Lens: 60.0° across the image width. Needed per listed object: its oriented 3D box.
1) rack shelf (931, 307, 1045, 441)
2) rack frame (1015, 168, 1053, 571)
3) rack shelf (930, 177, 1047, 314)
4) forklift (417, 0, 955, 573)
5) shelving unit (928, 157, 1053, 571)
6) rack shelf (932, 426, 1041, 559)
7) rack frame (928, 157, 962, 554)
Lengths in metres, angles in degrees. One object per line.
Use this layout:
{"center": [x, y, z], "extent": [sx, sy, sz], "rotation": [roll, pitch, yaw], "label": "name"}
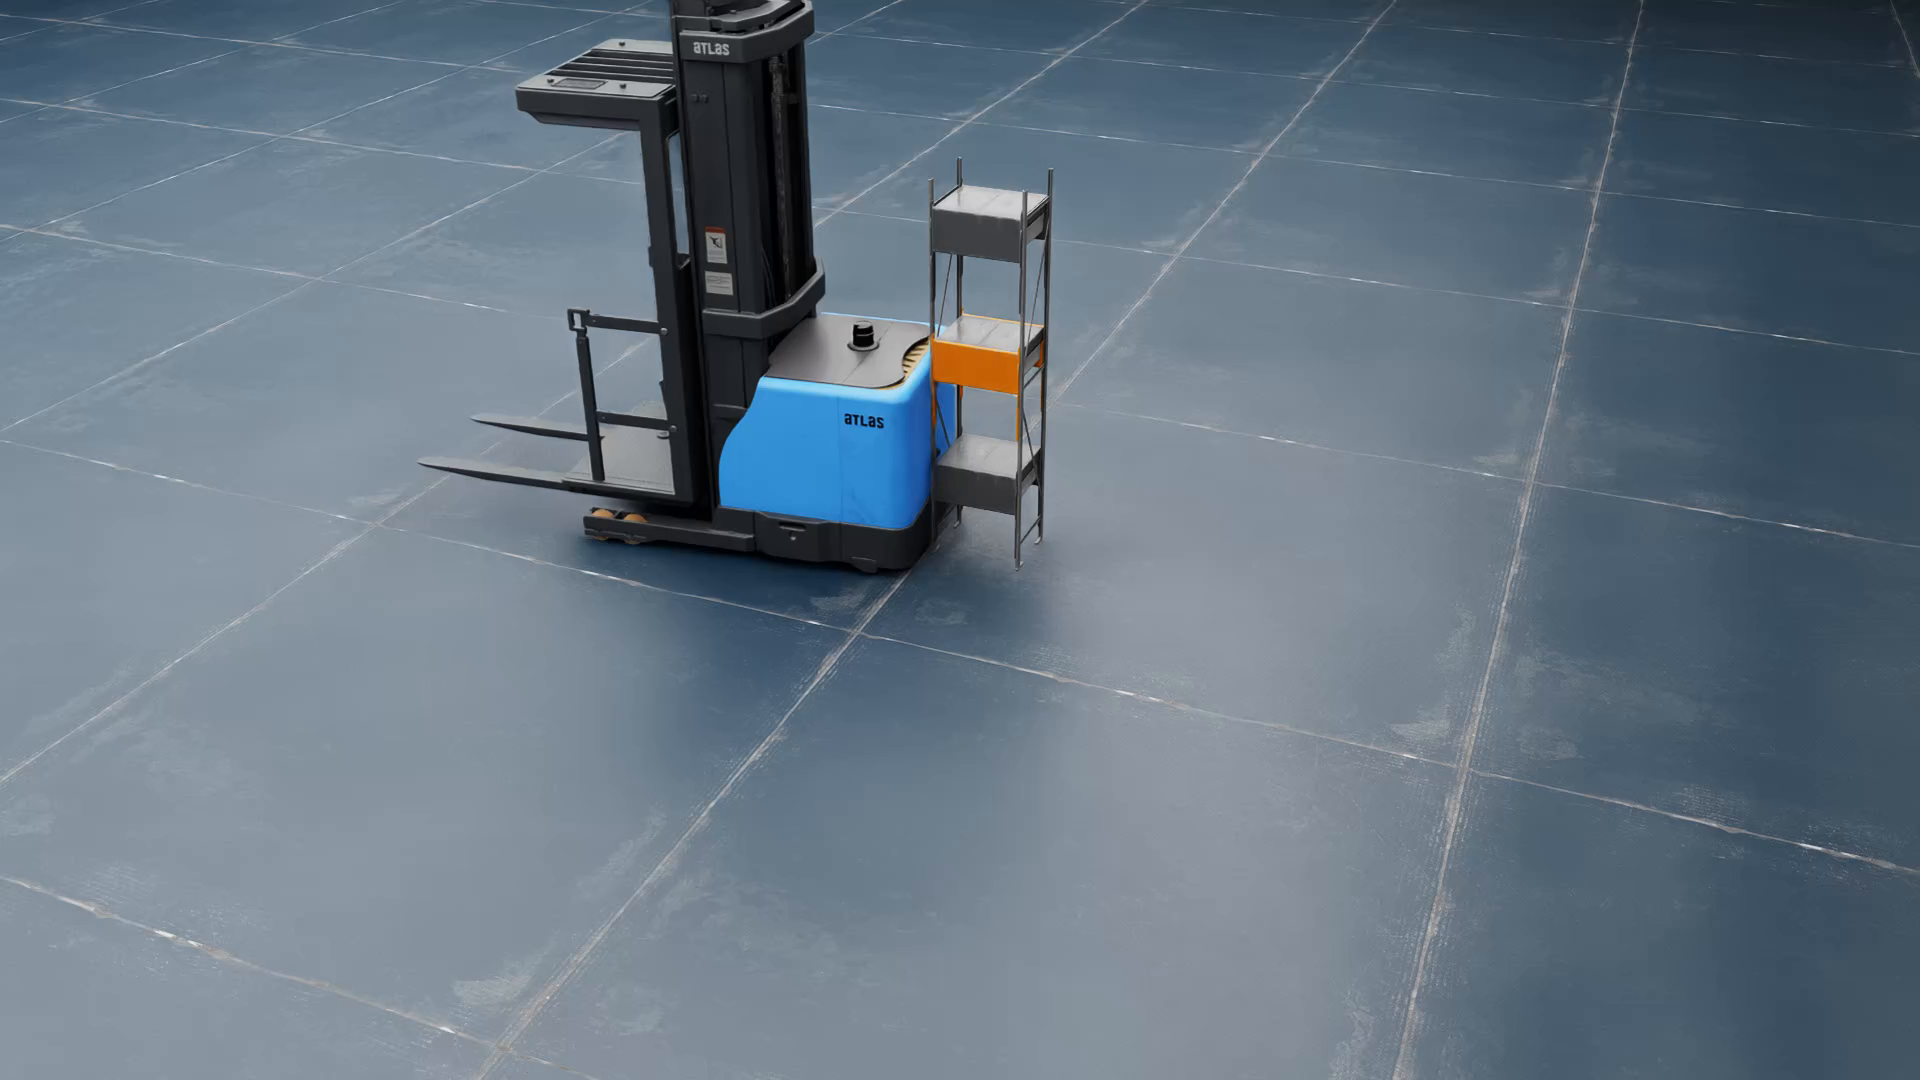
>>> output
{"center": [0.153, -0.872, 8.686], "extent": [0.480, 0.518, 0.431], "rotation": [11, 31, 19], "label": "rack shelf"}
{"center": [0.379, -0.838, 8.599], "extent": [0.015, 2.100, 0.400], "rotation": [11, 31, 19], "label": "rack frame"}
{"center": [0.153, -1.481, 8.341], "extent": [0.480, 0.518, 0.431], "rotation": [11, 31, 19], "label": "rack shelf"}
{"center": [-1.588, -1.491, 8.909], "extent": [3.031, 2.935, 1.130], "rotation": [8, 30, 13], "label": "forklift"}
{"center": [0.153, -0.883, 8.679], "extent": [0.503, 2.100, 0.431], "rotation": [11, 31, 19], "label": "shelving unit"}
{"center": [0.153, -0.262, 9.030], "extent": [0.480, 0.518, 0.431], "rotation": [11, 31, 19], "label": "rack shelf"}
{"center": [-0.073, -0.929, 8.759], "extent": [0.015, 2.100, 0.400], "rotation": [11, 31, 19], "label": "rack frame"}
